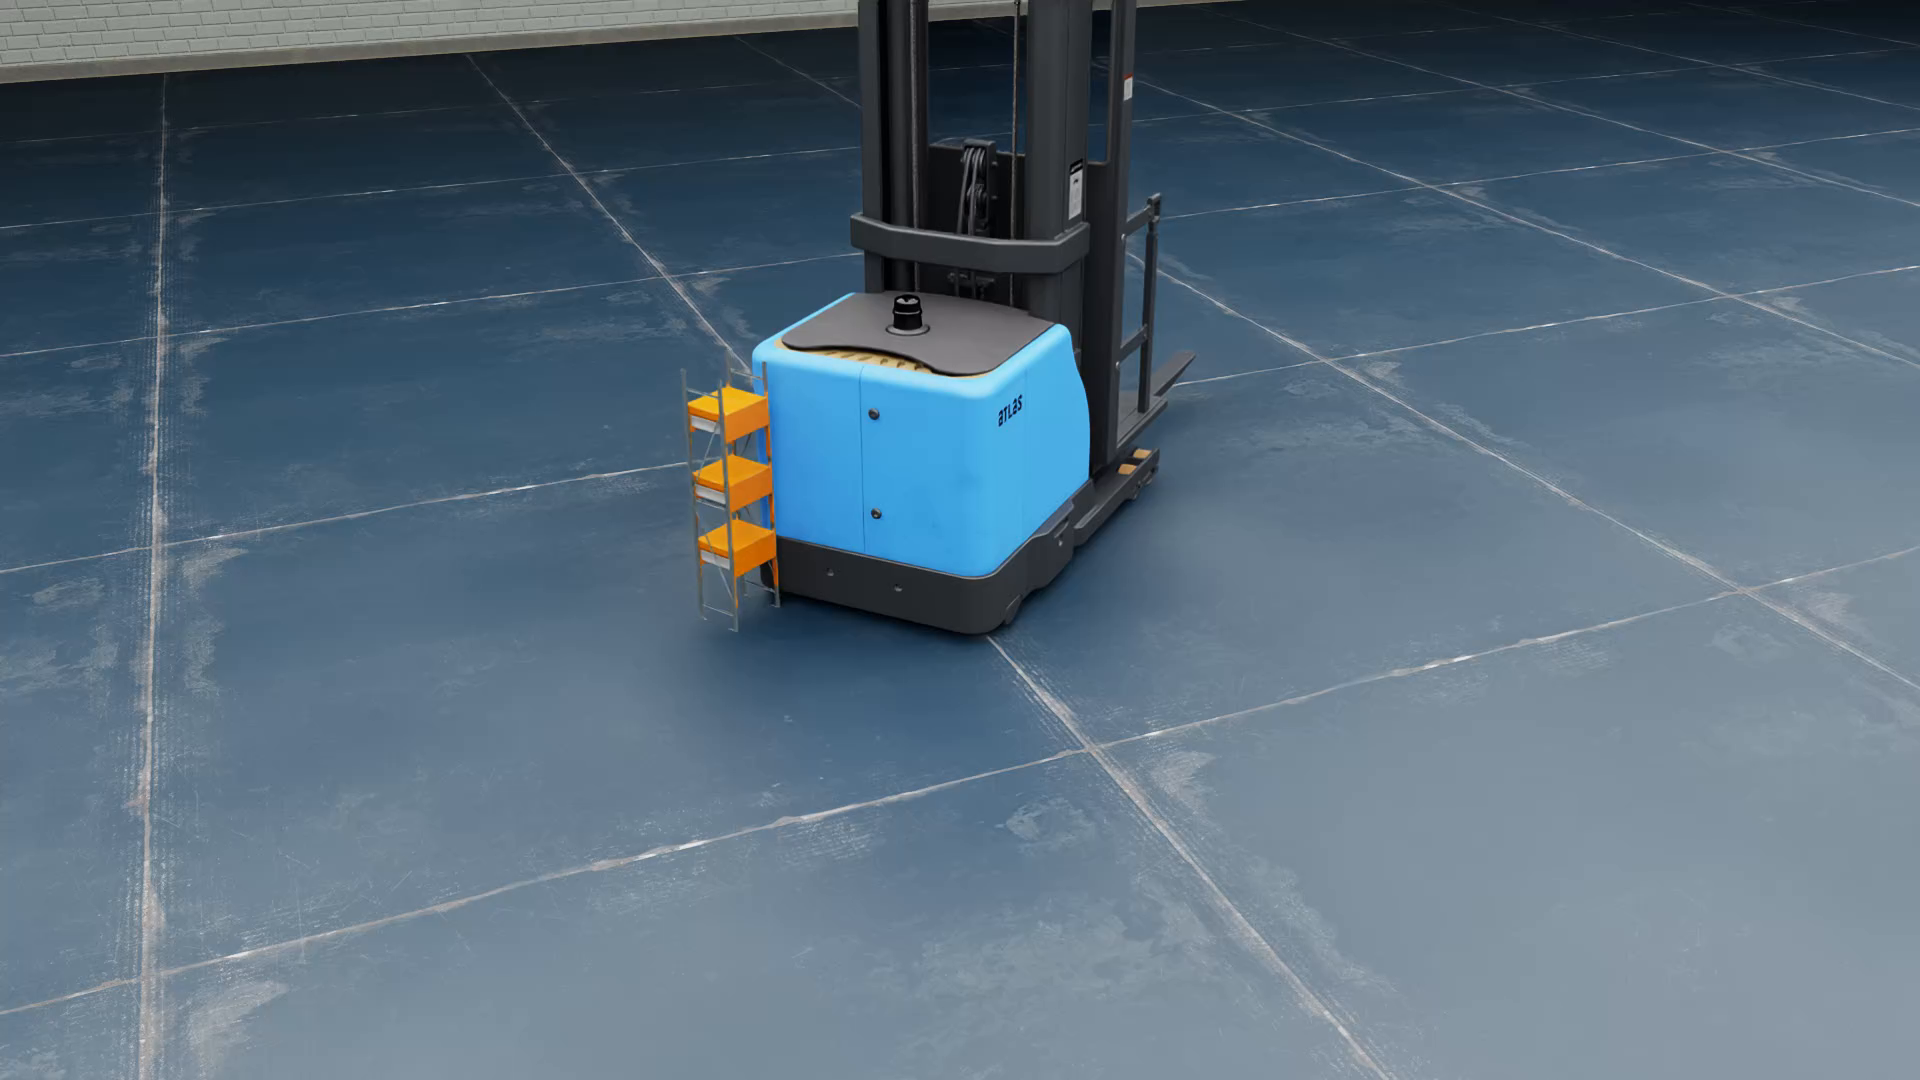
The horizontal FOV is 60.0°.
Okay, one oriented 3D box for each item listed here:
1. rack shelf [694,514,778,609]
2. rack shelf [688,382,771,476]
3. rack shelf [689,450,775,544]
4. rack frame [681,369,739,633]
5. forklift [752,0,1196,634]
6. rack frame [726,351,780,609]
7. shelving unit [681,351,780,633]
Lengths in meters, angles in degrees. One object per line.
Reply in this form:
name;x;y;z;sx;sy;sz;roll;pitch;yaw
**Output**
rack shelf;-0.878;0.082;6.544;0.215;0.259;0.240;18;31;32
rack shelf;-0.878;-0.423;6.297;0.215;0.259;0.240;18;31;32
rack shelf;-0.878;-0.168;6.422;0.215;0.259;0.240;18;31;32
rack frame;-0.950;-0.134;6.328;0.200;1.050;0.008;18;31;32
forklift;0.283;-1.575;7.135;1.130;2.935;3.031;12;28;23
rack frame;-0.807;-0.221;6.506;0.200;1.050;0.008;18;31;32
shelving unit;-0.878;-0.178;6.417;0.215;1.050;0.252;18;31;32
